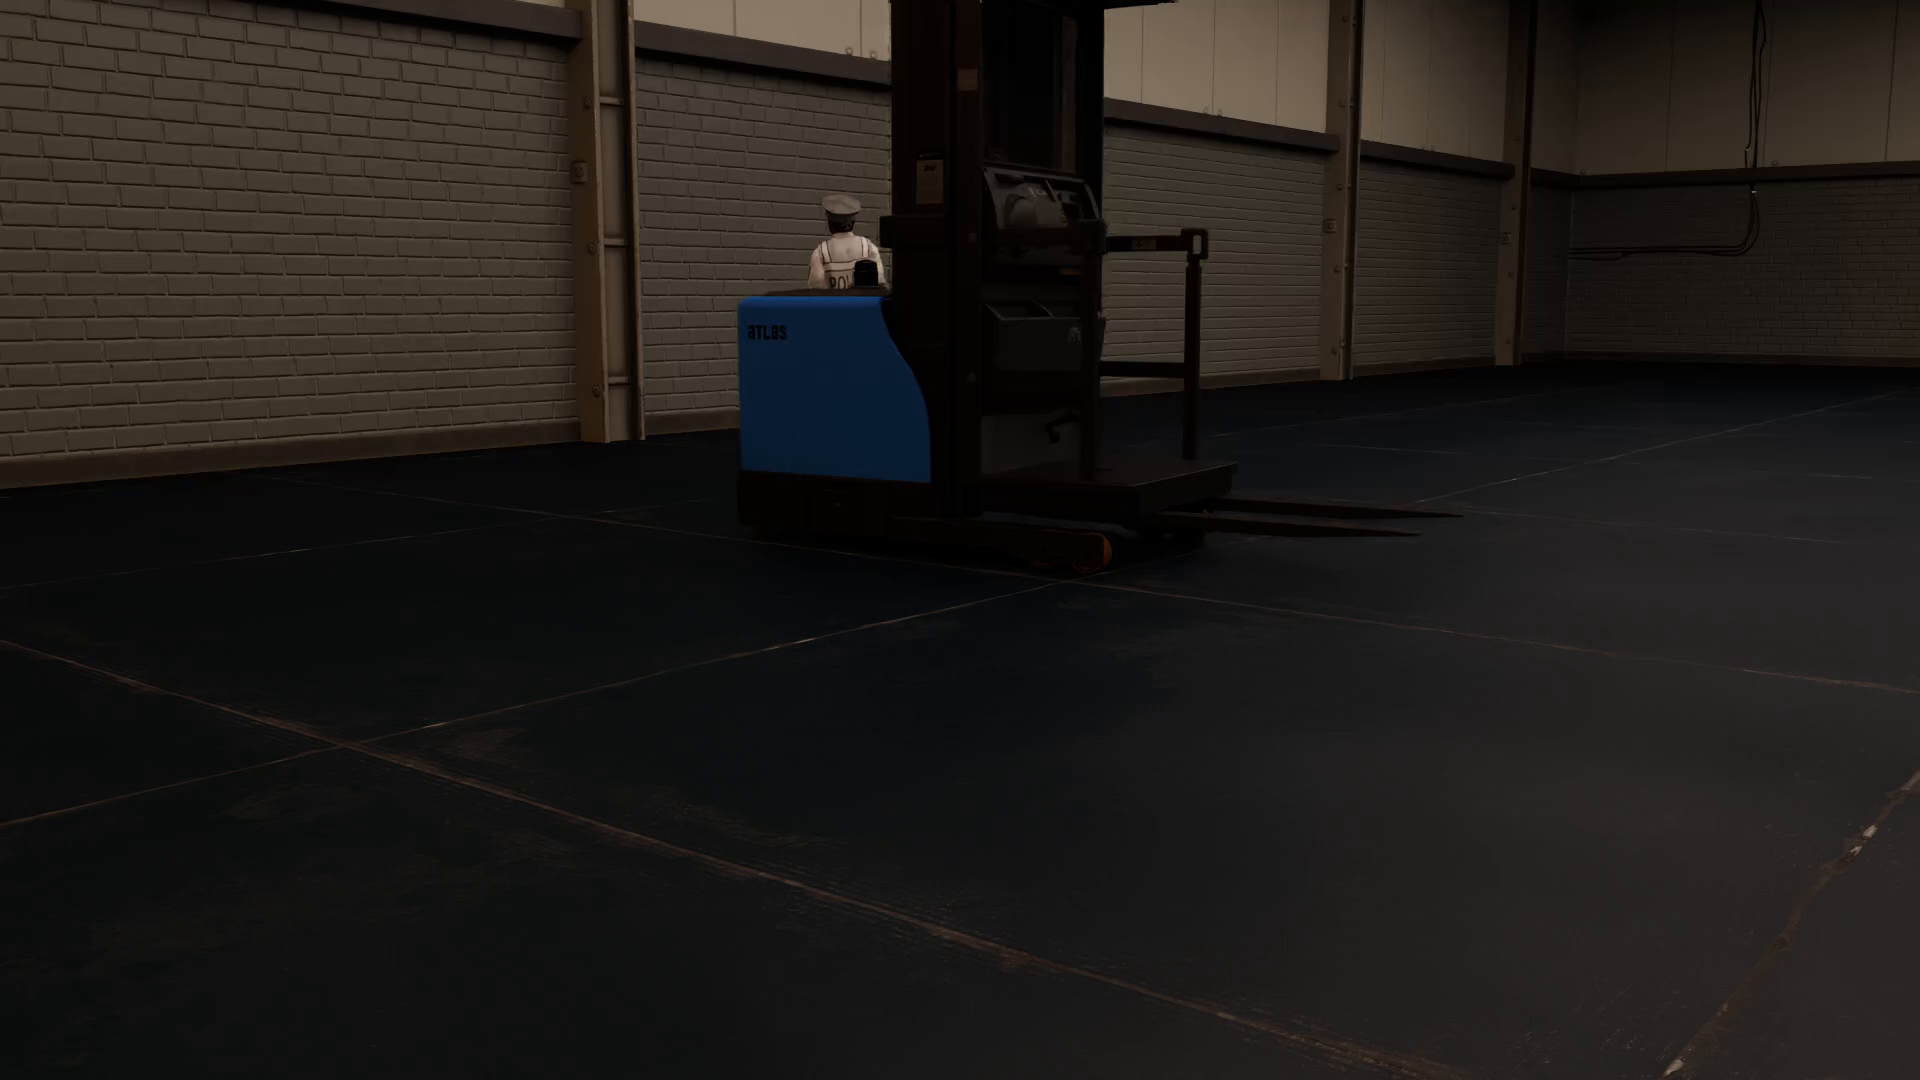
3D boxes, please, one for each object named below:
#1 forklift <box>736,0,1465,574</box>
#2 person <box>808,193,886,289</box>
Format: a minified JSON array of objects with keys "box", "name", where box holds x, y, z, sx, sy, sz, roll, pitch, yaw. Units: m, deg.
[{"box":[0.529,-1.405,6.887,3.031,2.935,1.130,5,10,31],"name":"forklift"},{"box":[-0.701,-1.305,10.418,0.570,1.695,0.530,-2,8,-11],"name":"person"}]
